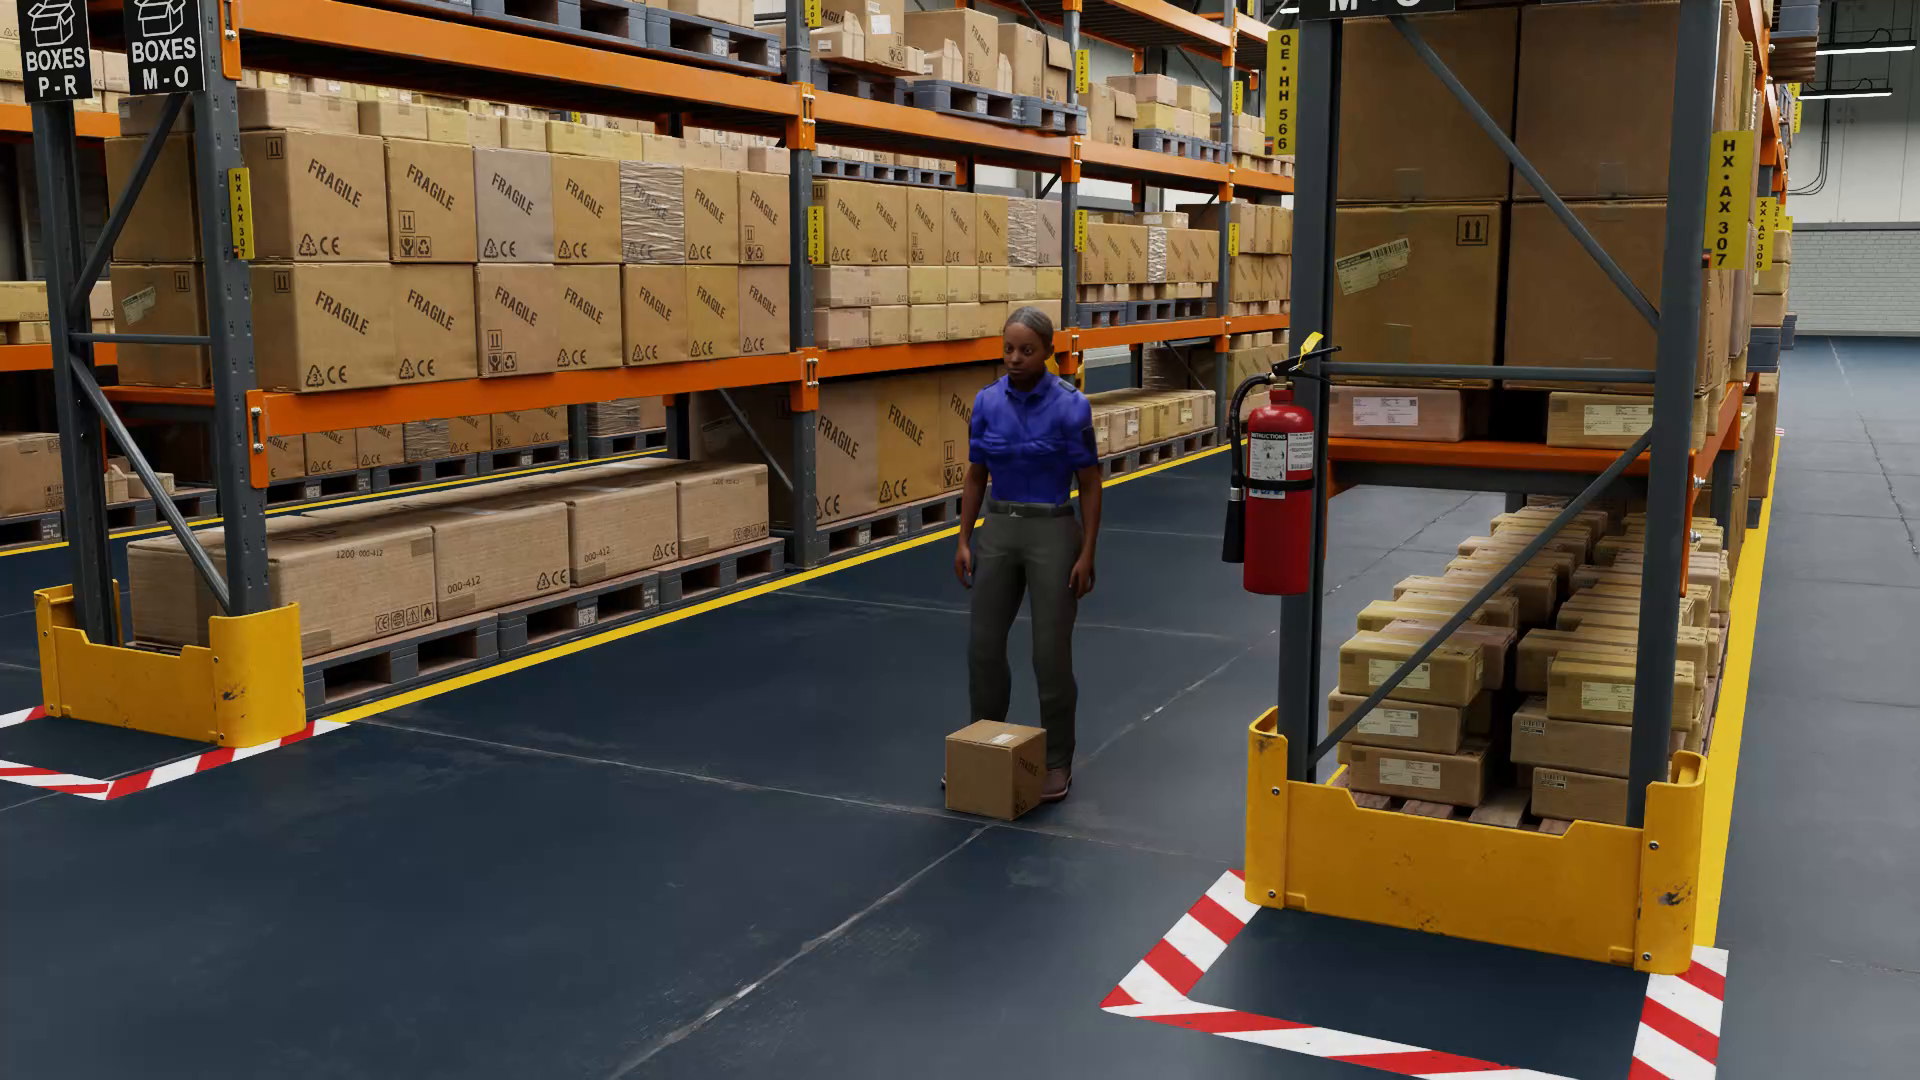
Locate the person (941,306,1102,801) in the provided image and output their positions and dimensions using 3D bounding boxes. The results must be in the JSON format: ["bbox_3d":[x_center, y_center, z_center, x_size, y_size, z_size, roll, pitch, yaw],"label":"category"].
[{"bbox_3d":[0.219,0.038,5.648,0.527,1.655,0.348,4,10,24],"label":"person"}]
